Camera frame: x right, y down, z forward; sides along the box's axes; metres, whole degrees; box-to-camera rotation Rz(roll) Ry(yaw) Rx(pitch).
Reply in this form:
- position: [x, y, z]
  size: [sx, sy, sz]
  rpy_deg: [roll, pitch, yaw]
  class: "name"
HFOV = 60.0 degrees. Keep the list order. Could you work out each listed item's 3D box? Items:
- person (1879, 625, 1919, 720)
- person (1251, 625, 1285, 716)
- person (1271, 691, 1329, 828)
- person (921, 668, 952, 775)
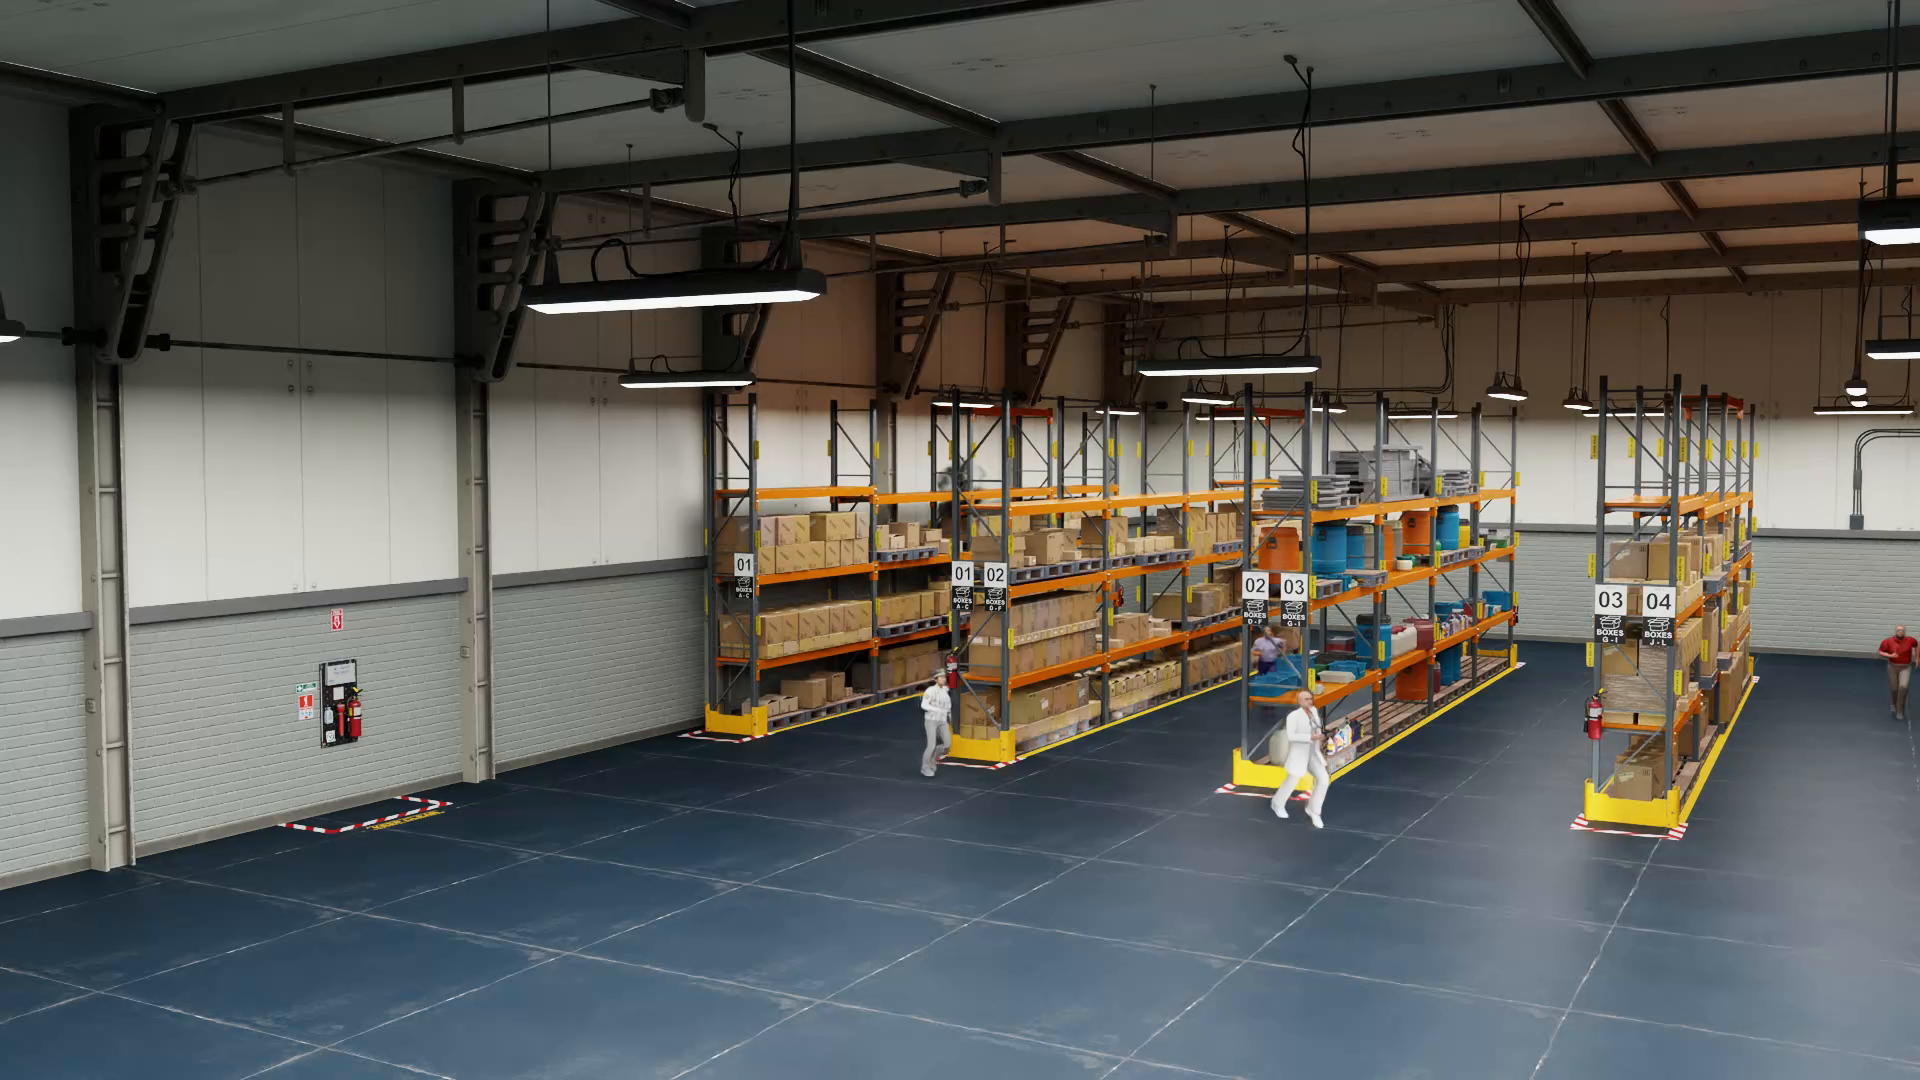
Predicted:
- position: [17.624, 2.469, 31.227]
  size: [0.688, 1.781, 0.936]
  rpy_deg: [1, 3, 25]
  class: "person"
- position: [5.859, 2.471, 31.683]
  size: [0.595, 1.720, 0.795]
  rpy_deg: [1, 3, 22]
  class: "person"
- position: [4.597, 2.917, 22.258]
  size: [0.731, 1.828, 0.975]
  rpy_deg: [-2, 3, -28]
  class: "person"
- position: [-0.296, 2.794, 25.579]
  size: [0.648, 1.653, 0.582]
  rpy_deg: [-2, 4, -33]
  class: "person"
